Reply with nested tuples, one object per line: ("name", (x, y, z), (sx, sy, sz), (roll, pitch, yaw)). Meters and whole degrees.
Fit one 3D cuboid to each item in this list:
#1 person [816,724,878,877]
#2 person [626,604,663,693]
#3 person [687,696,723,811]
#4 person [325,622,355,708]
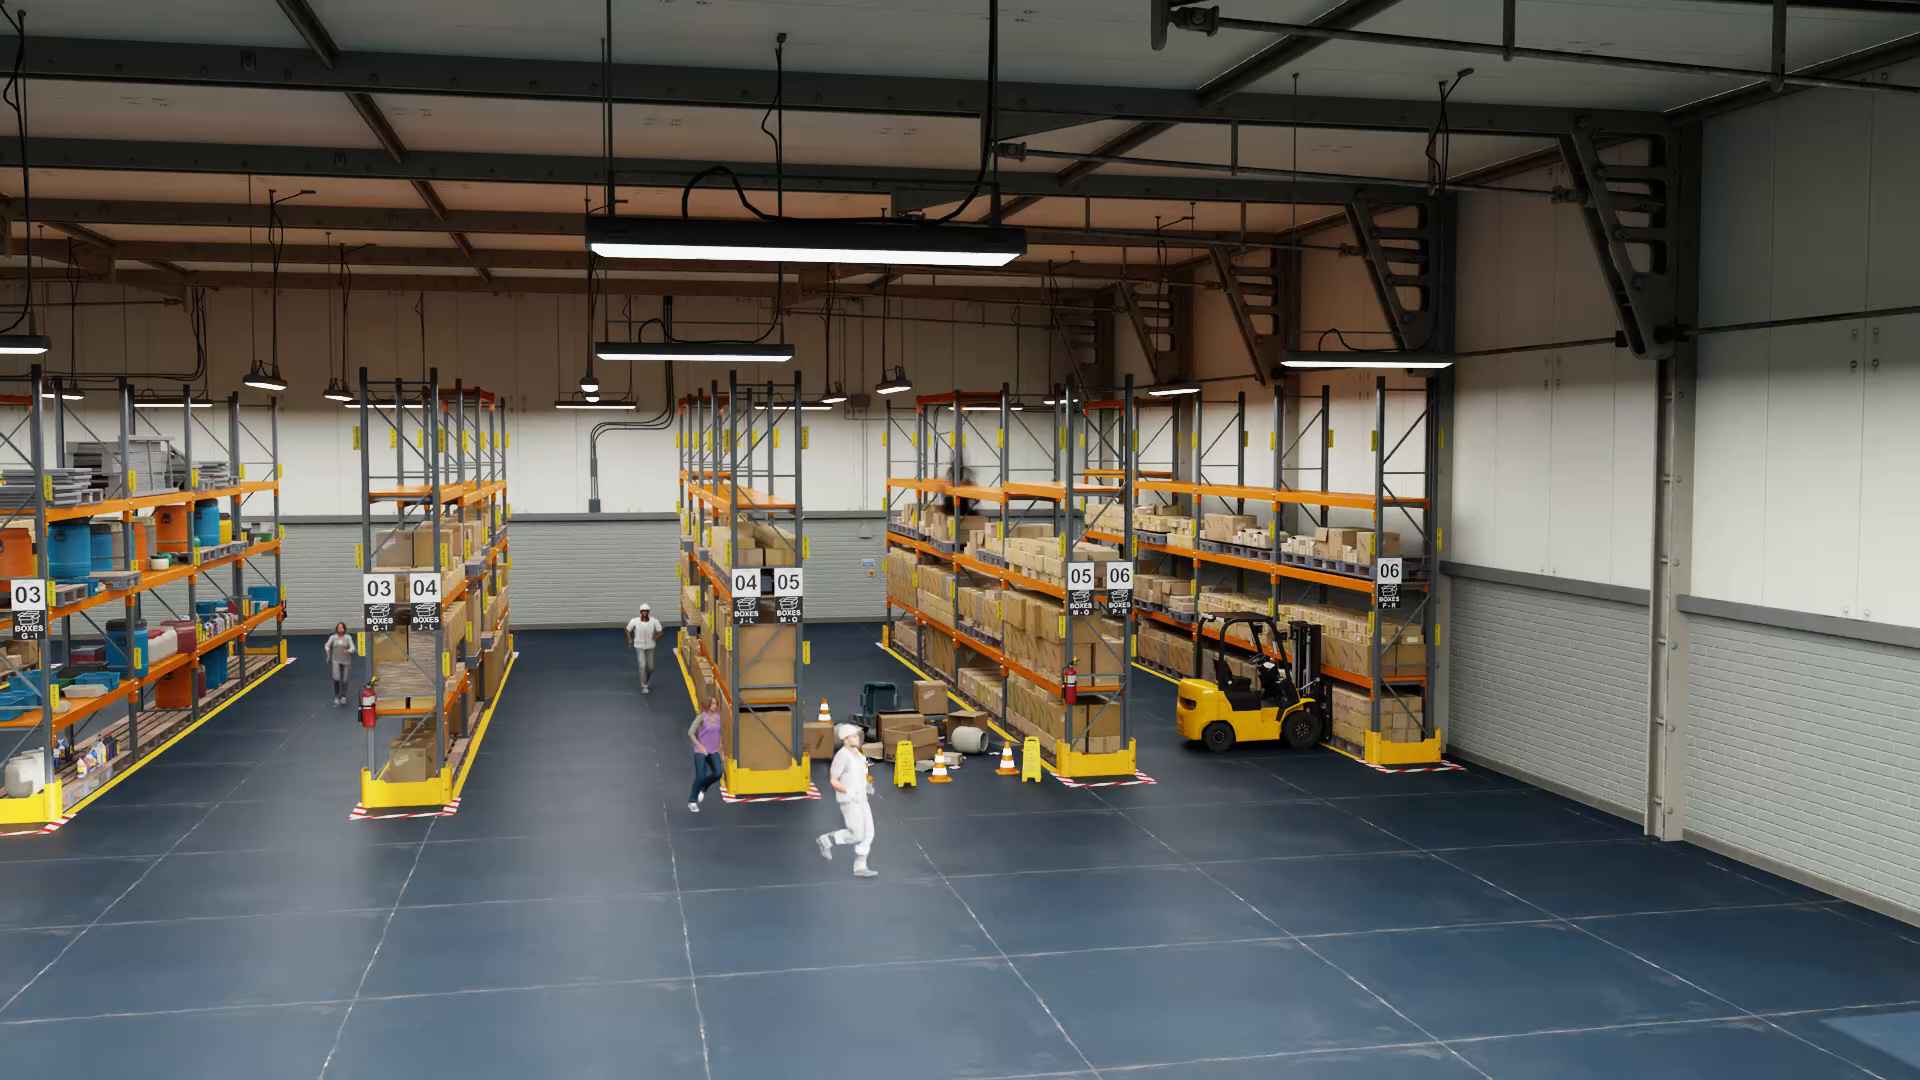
("person", (-1.274, 2.993, 19.148), (0.746, 1.754, 0.655), (1, 4, 21))
("person", (-6.268, 2.146, 33.133), (0.722, 1.757, 0.802), (-1, 4, -19))
("person", (-3.412, 2.900, 22.595), (0.597, 1.533, 0.474), (-3, 5, -41))
("person", (-11.635, 2.343, 31.236), (0.510, 1.607, 0.664), (-1, 4, -24))
